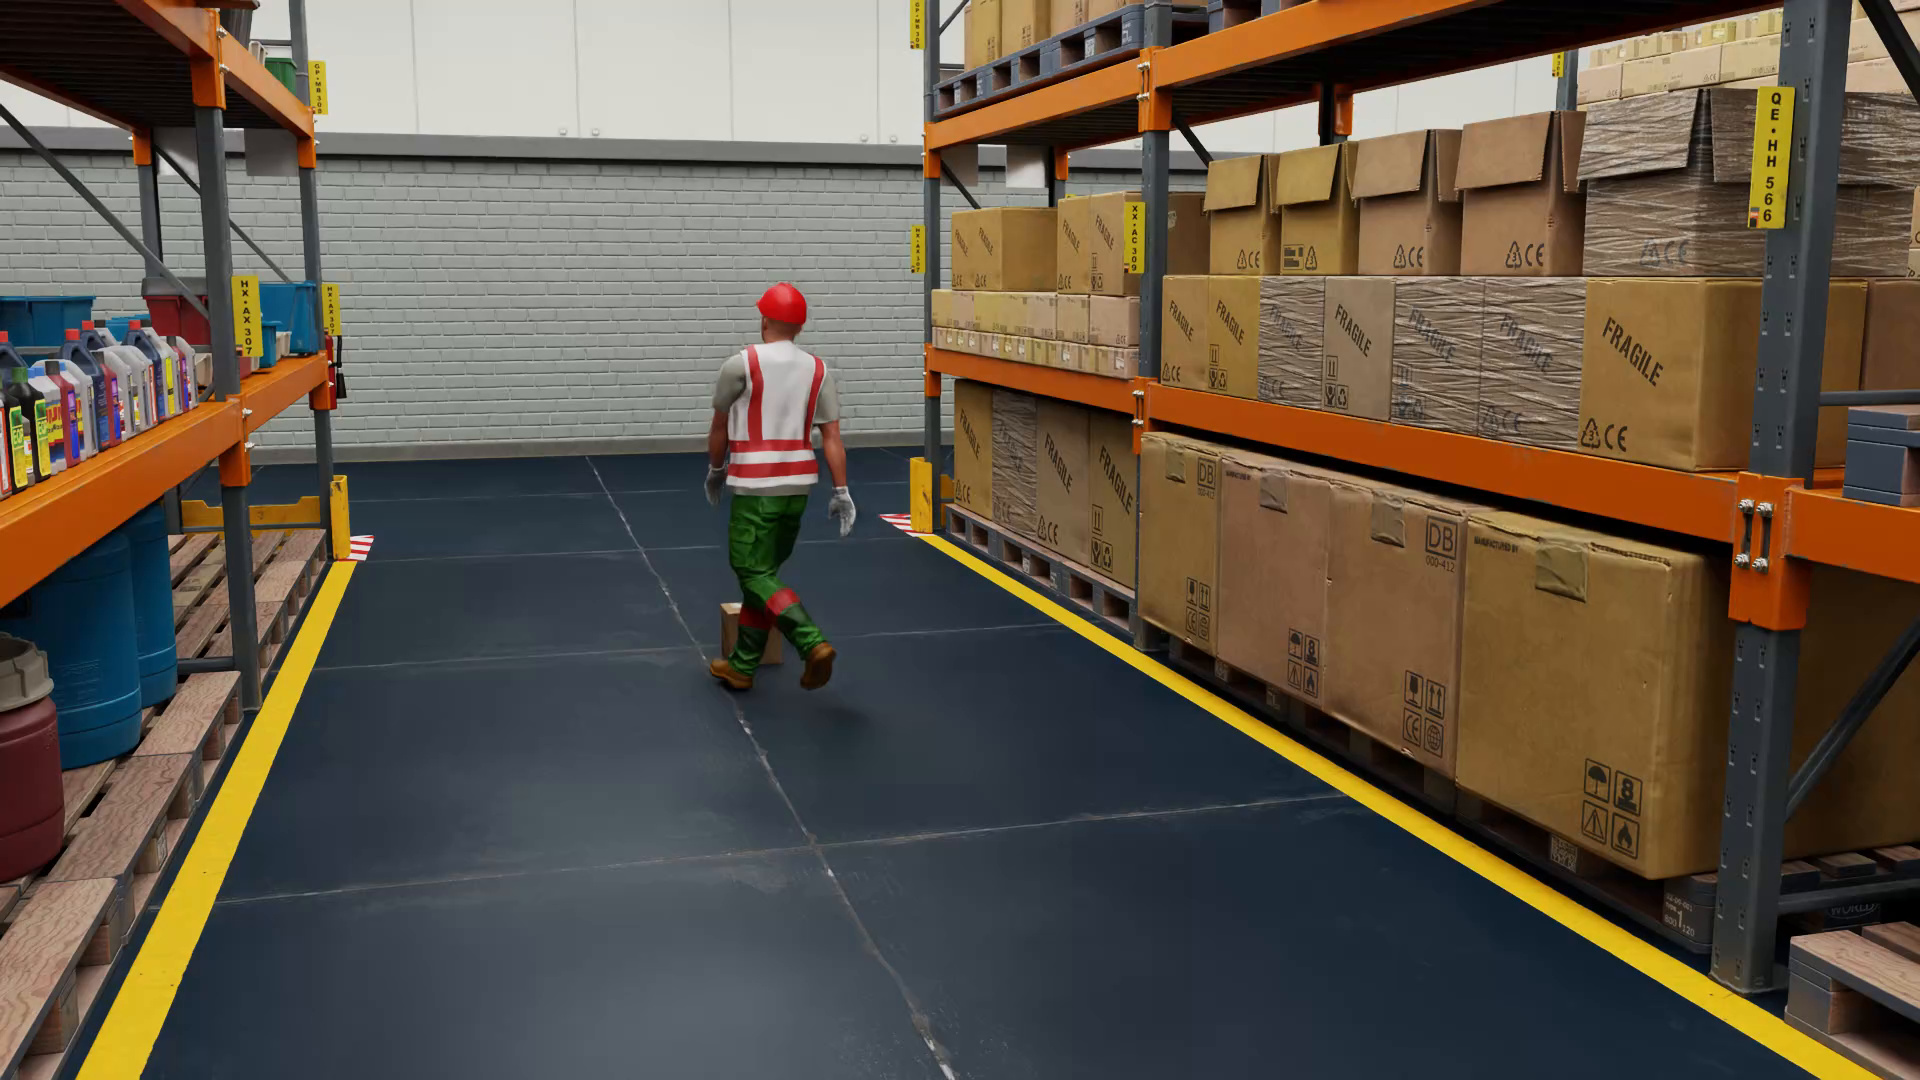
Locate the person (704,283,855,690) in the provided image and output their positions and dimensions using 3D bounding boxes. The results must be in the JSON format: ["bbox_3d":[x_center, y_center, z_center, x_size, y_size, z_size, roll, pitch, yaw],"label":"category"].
[{"bbox_3d":[-0.744,-0.212,7.129,0.543,1.761,0.851,-8,12,-41],"label":"person"}]
